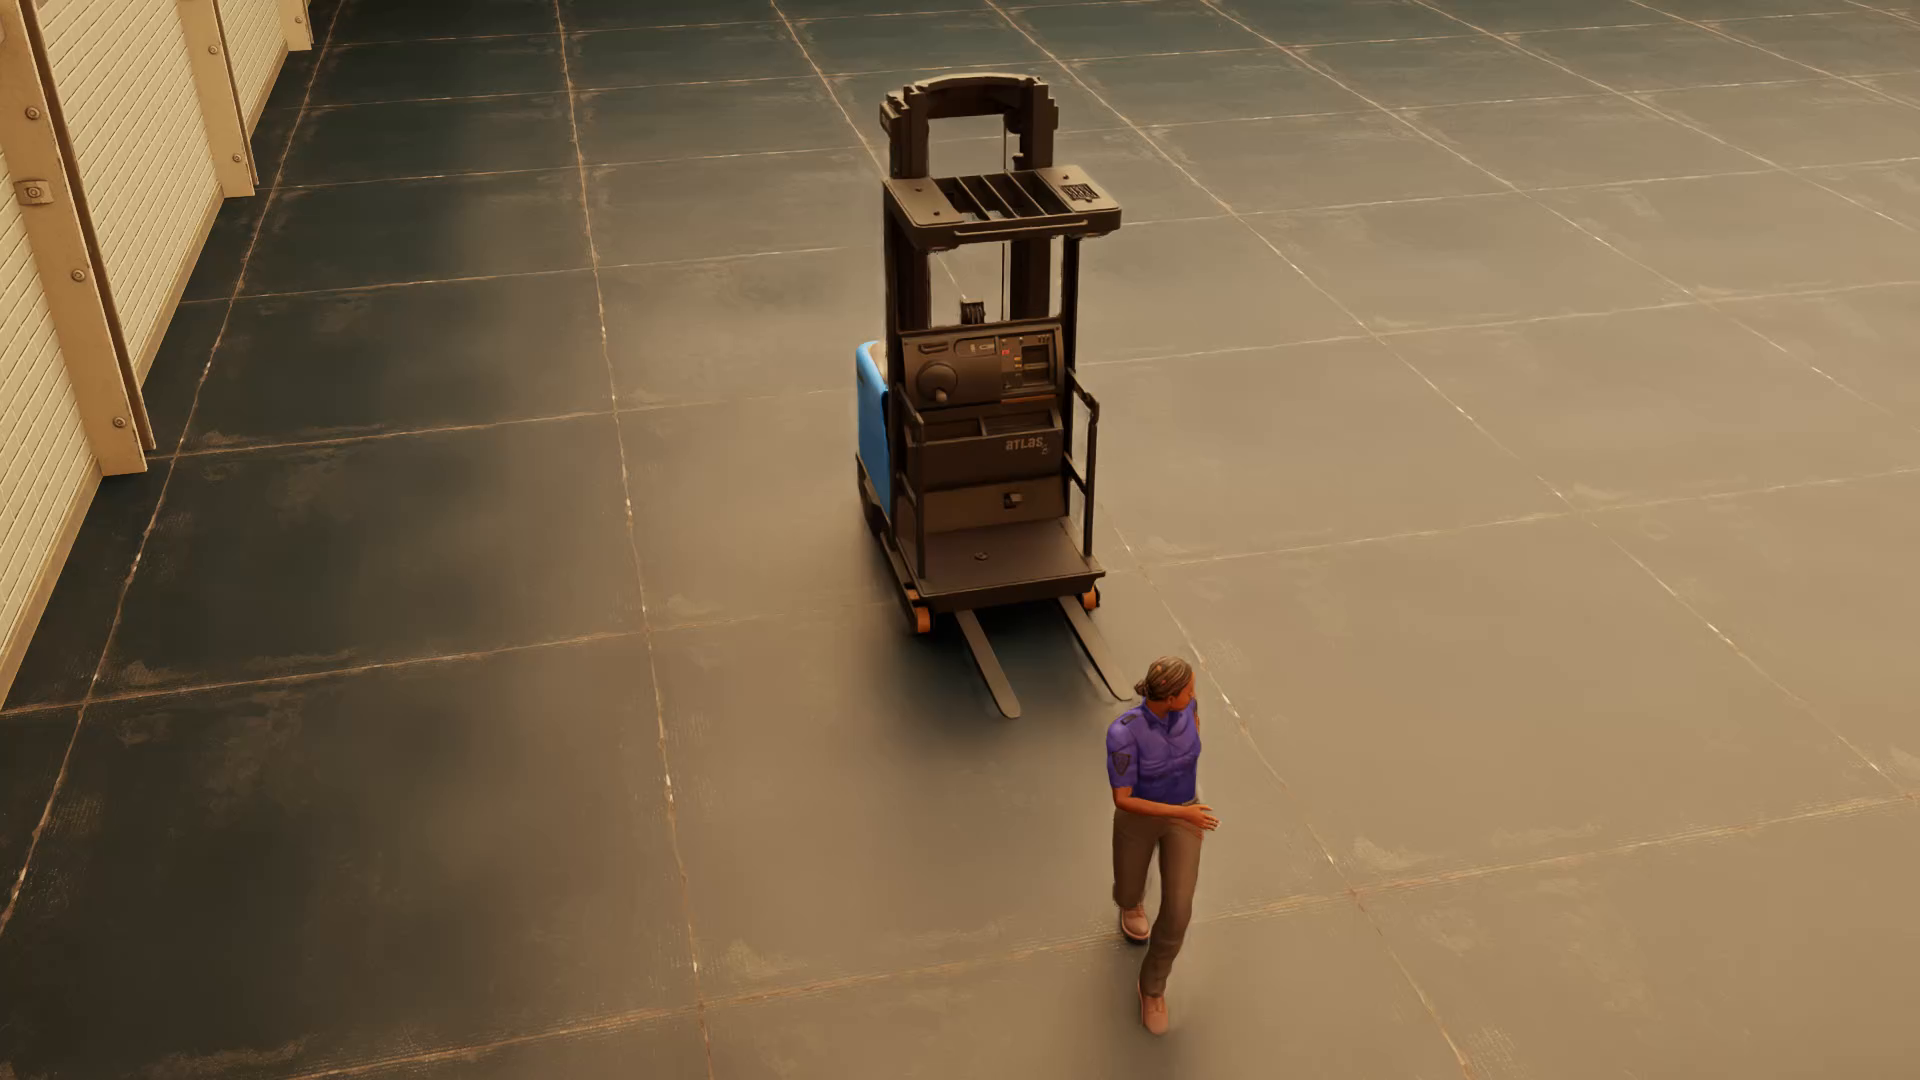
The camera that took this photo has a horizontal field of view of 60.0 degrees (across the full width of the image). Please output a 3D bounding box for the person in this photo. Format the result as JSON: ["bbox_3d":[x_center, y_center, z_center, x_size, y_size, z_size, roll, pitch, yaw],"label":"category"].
[{"bbox_3d":[0.821,1.182,6.939,0.470,1.594,0.904,-2,30,-4],"label":"person"}]

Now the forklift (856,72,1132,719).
[{"bbox_3d":[0.190,-0.941,9.200,1.130,2.935,3.031,-7,31,-13],"label":"forklift"}]
